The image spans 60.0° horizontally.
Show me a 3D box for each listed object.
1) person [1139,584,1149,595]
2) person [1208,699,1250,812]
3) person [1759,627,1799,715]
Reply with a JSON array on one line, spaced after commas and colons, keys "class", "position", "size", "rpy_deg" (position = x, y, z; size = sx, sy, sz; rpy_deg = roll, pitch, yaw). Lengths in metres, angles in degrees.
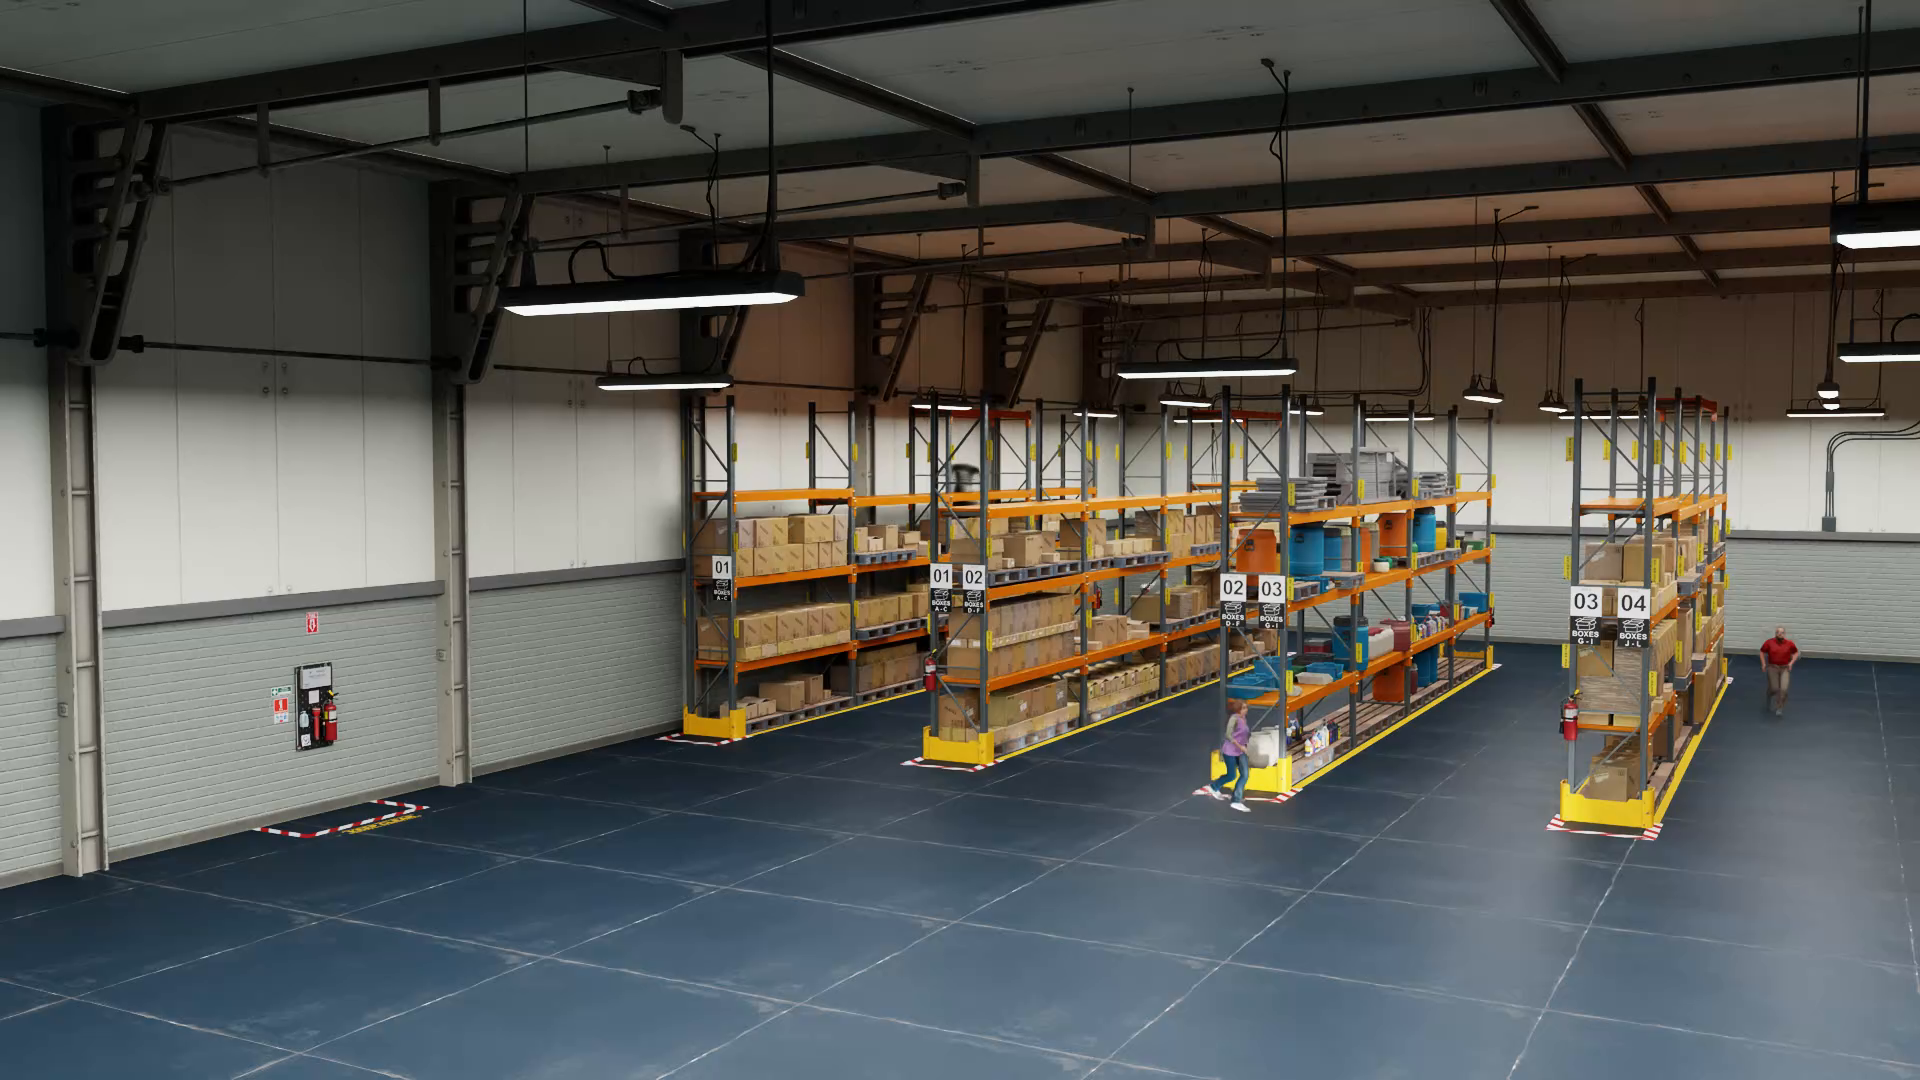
[{"class": "person", "position": [4.554, 1.950, 41.222], "size": [0.640, 1.732, 0.655], "rpy_deg": [2, 3, 29]}, {"class": "person", "position": [3.765, 2.993, 23.352], "size": [0.716, 1.576, 0.529], "rpy_deg": [3, 4, 44]}, {"class": "person", "position": [15.728, 2.499, 31.941], "size": [0.674, 1.686, 0.638], "rpy_deg": [1, 3, 14]}]
